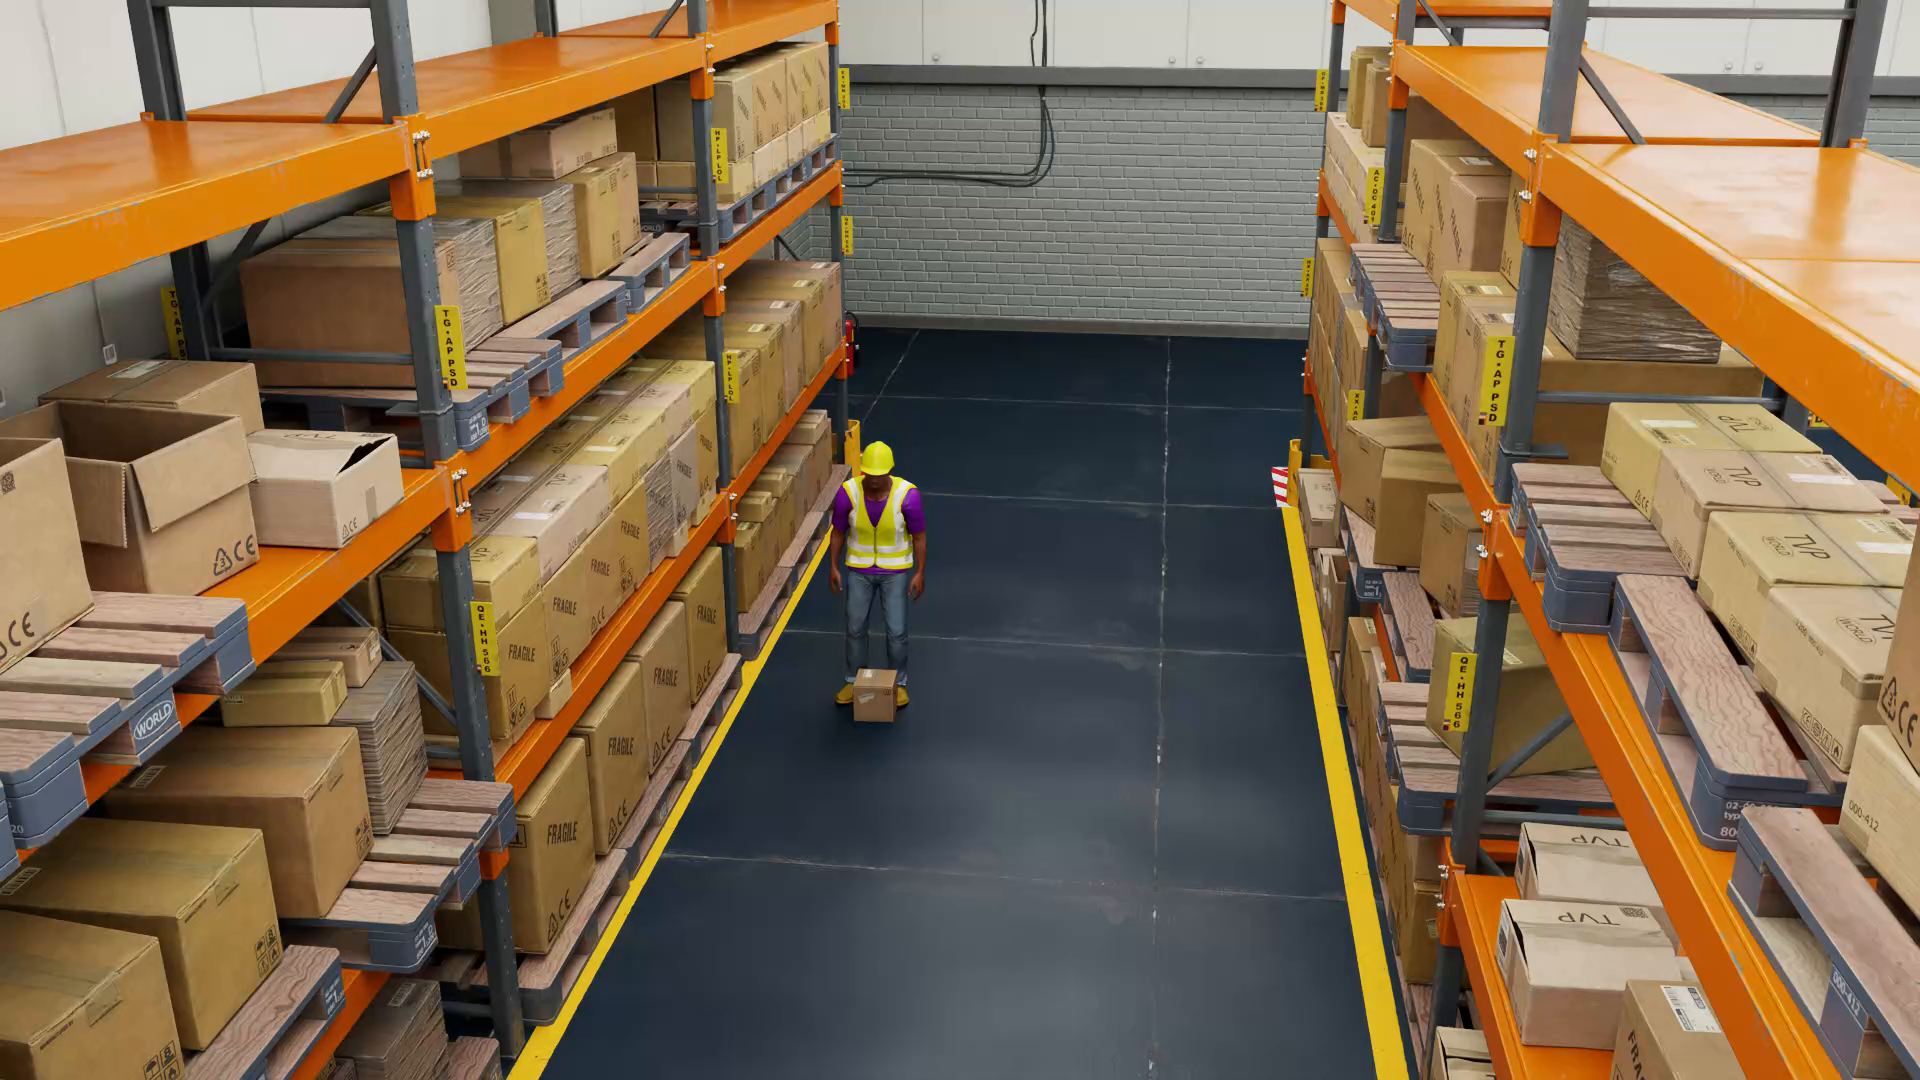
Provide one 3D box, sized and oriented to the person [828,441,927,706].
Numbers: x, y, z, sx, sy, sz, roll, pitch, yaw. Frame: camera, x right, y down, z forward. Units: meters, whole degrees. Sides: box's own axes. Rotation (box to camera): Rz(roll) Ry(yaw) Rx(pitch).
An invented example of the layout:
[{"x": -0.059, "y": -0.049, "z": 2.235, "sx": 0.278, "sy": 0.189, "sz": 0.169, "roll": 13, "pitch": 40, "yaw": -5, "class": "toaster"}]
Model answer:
[{"x": -0.525, "y": 0.203, "z": 10.530, "sx": 0.625, "sy": 1.760, "sz": 0.459, "roll": 2, "pitch": 21, "yaw": 6, "class": "person"}]
